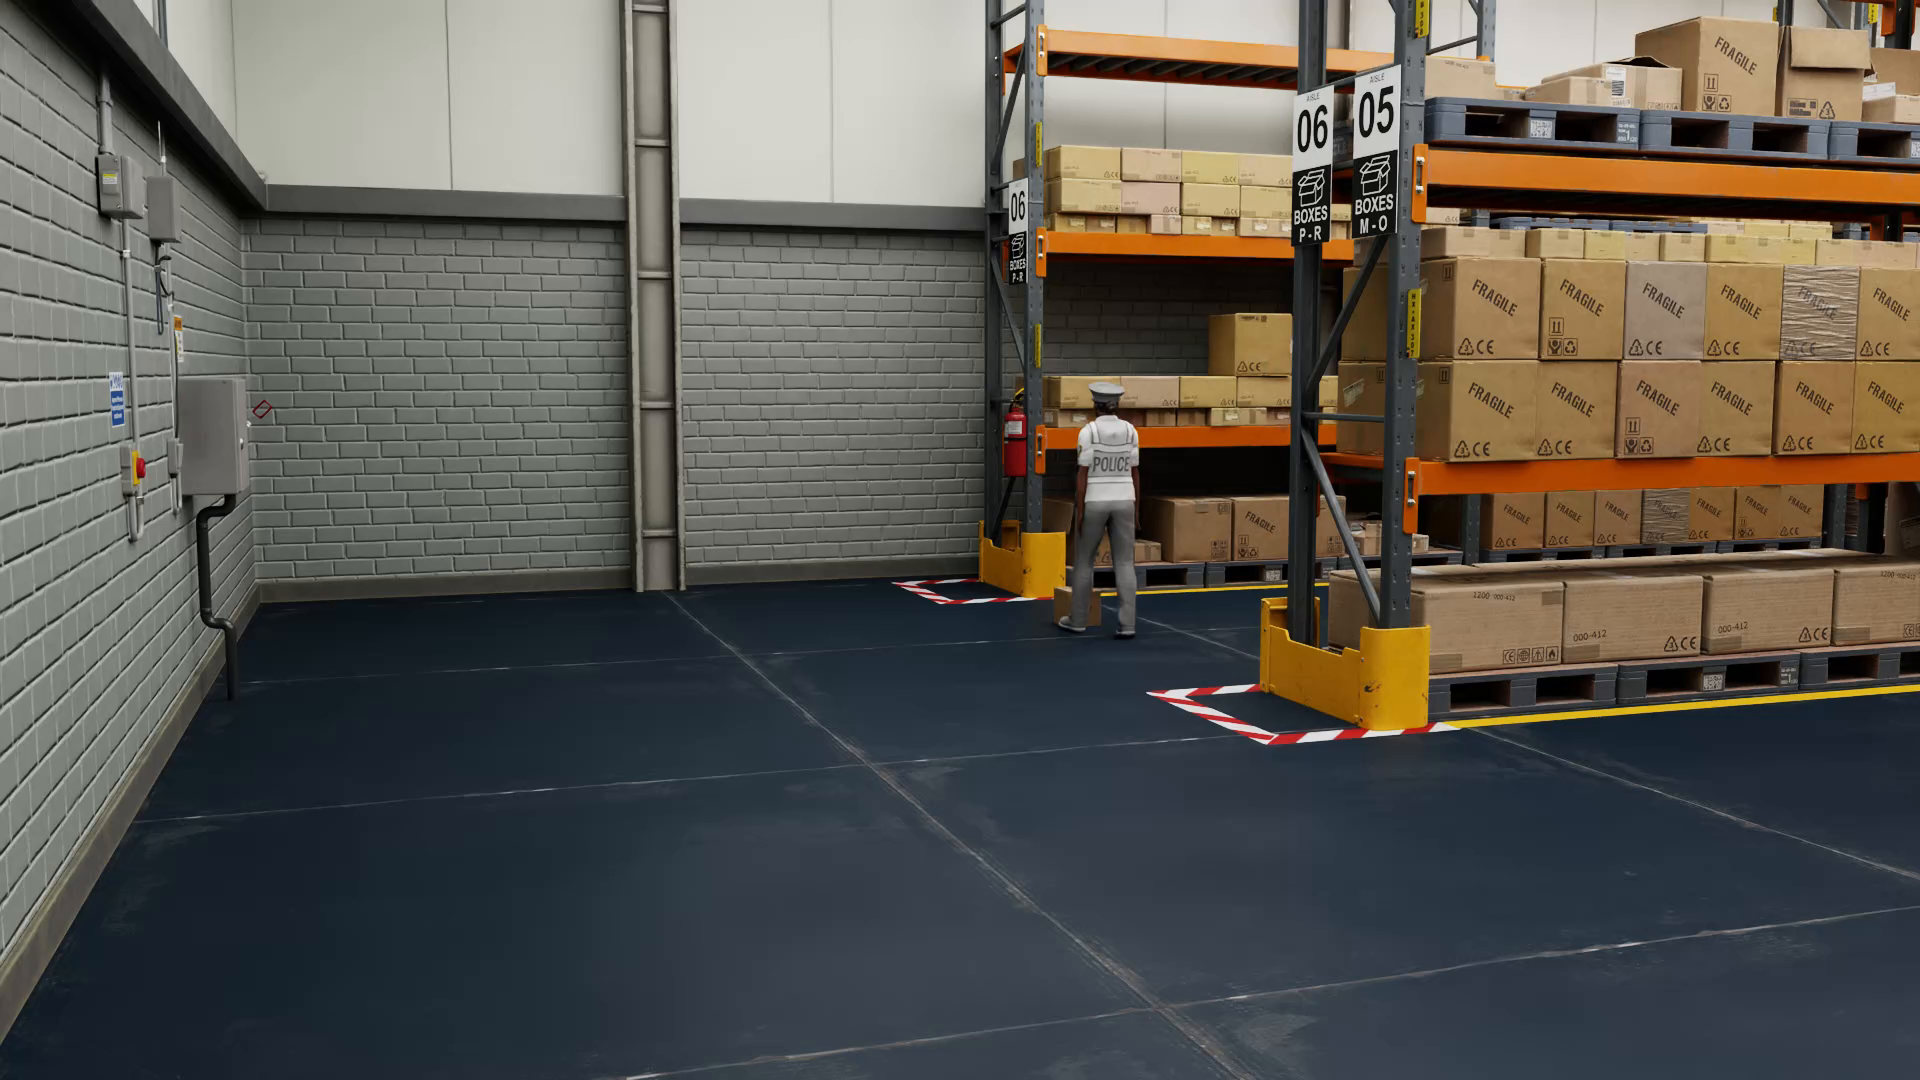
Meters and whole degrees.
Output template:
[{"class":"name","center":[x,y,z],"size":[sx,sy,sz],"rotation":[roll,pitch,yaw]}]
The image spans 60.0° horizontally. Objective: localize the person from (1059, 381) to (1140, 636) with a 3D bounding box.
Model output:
[{"class":"person","center":[0.946,-0.211,11.001],"size":[0.469,1.674,0.607],"rotation":[-1,6,-12]}]
